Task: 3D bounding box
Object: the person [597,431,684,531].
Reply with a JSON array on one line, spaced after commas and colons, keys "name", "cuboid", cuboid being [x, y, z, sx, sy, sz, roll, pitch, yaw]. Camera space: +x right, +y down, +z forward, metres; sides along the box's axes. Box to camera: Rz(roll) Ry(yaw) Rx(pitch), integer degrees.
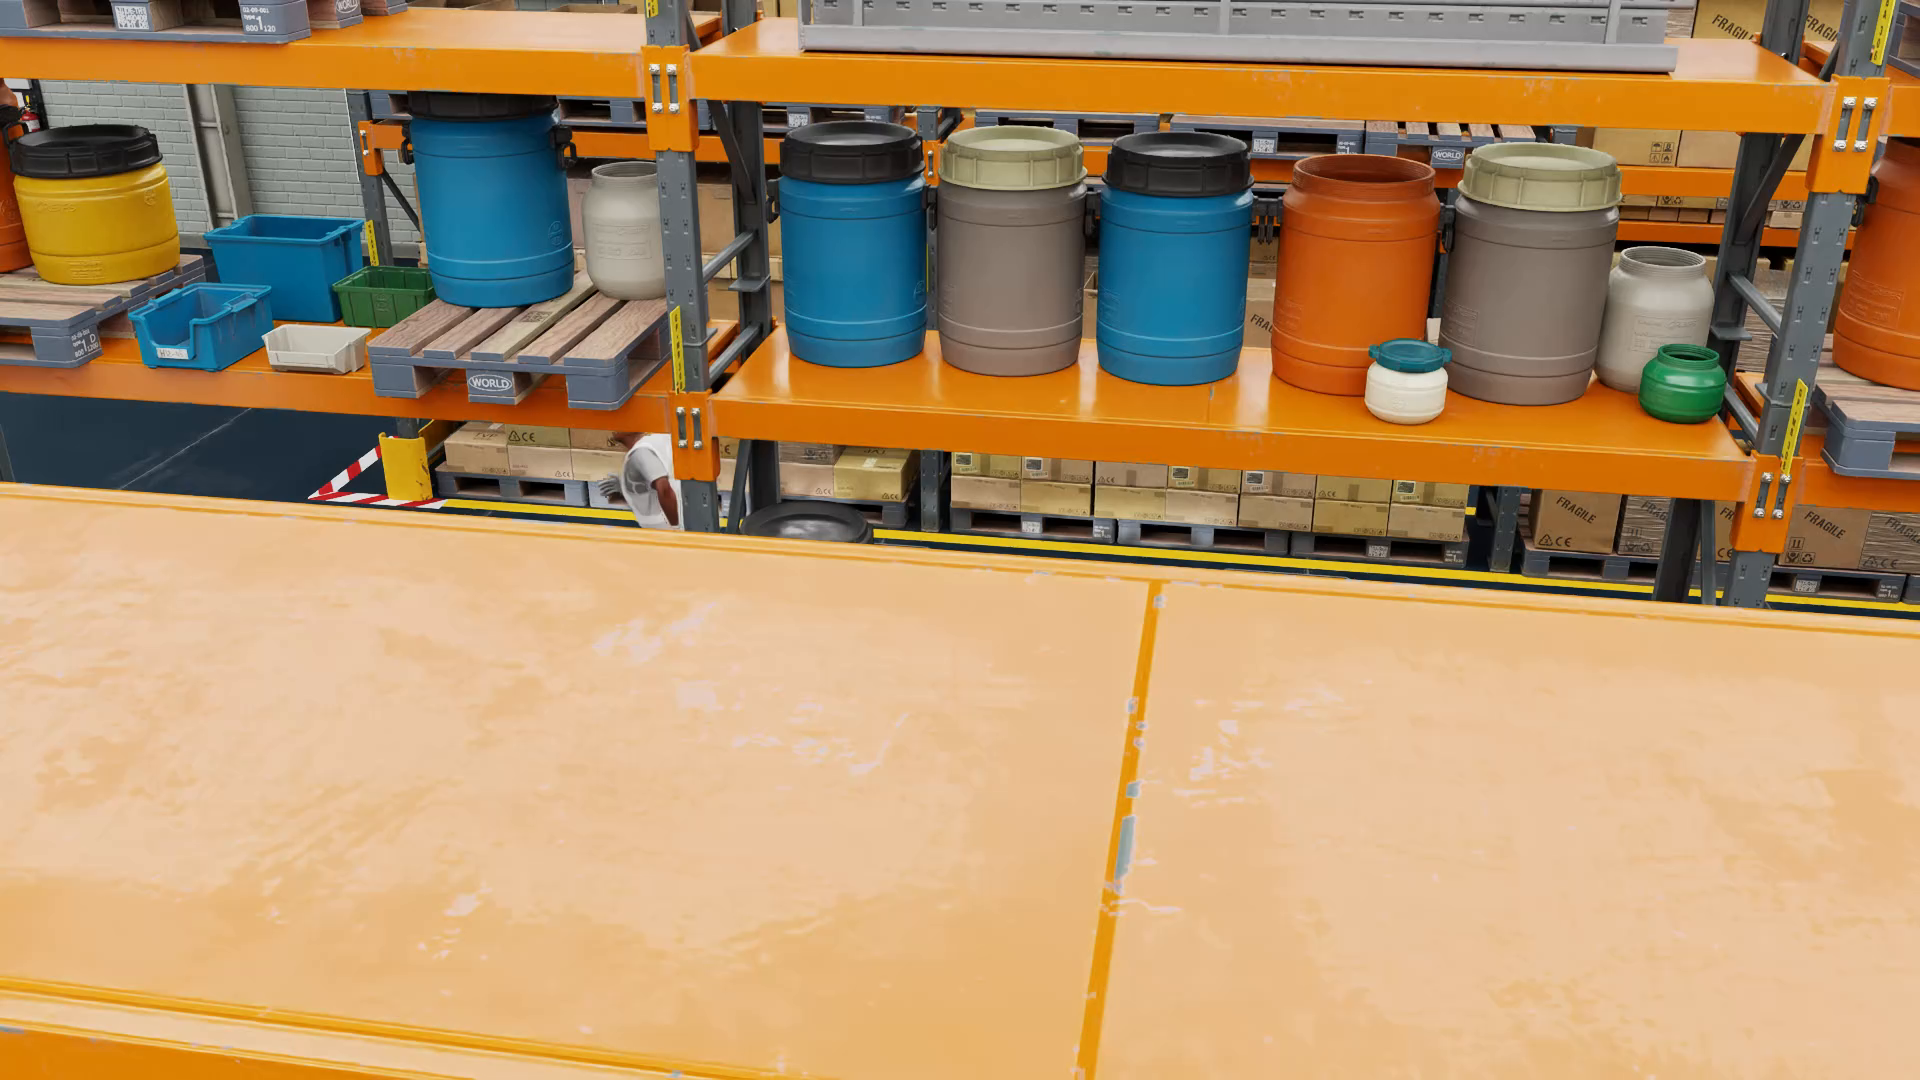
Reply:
[{"name": "person", "cuboid": [-1.812, -0.047, 10.024, 0.878, 1.696, 0.684, 6, 25, 12]}]
